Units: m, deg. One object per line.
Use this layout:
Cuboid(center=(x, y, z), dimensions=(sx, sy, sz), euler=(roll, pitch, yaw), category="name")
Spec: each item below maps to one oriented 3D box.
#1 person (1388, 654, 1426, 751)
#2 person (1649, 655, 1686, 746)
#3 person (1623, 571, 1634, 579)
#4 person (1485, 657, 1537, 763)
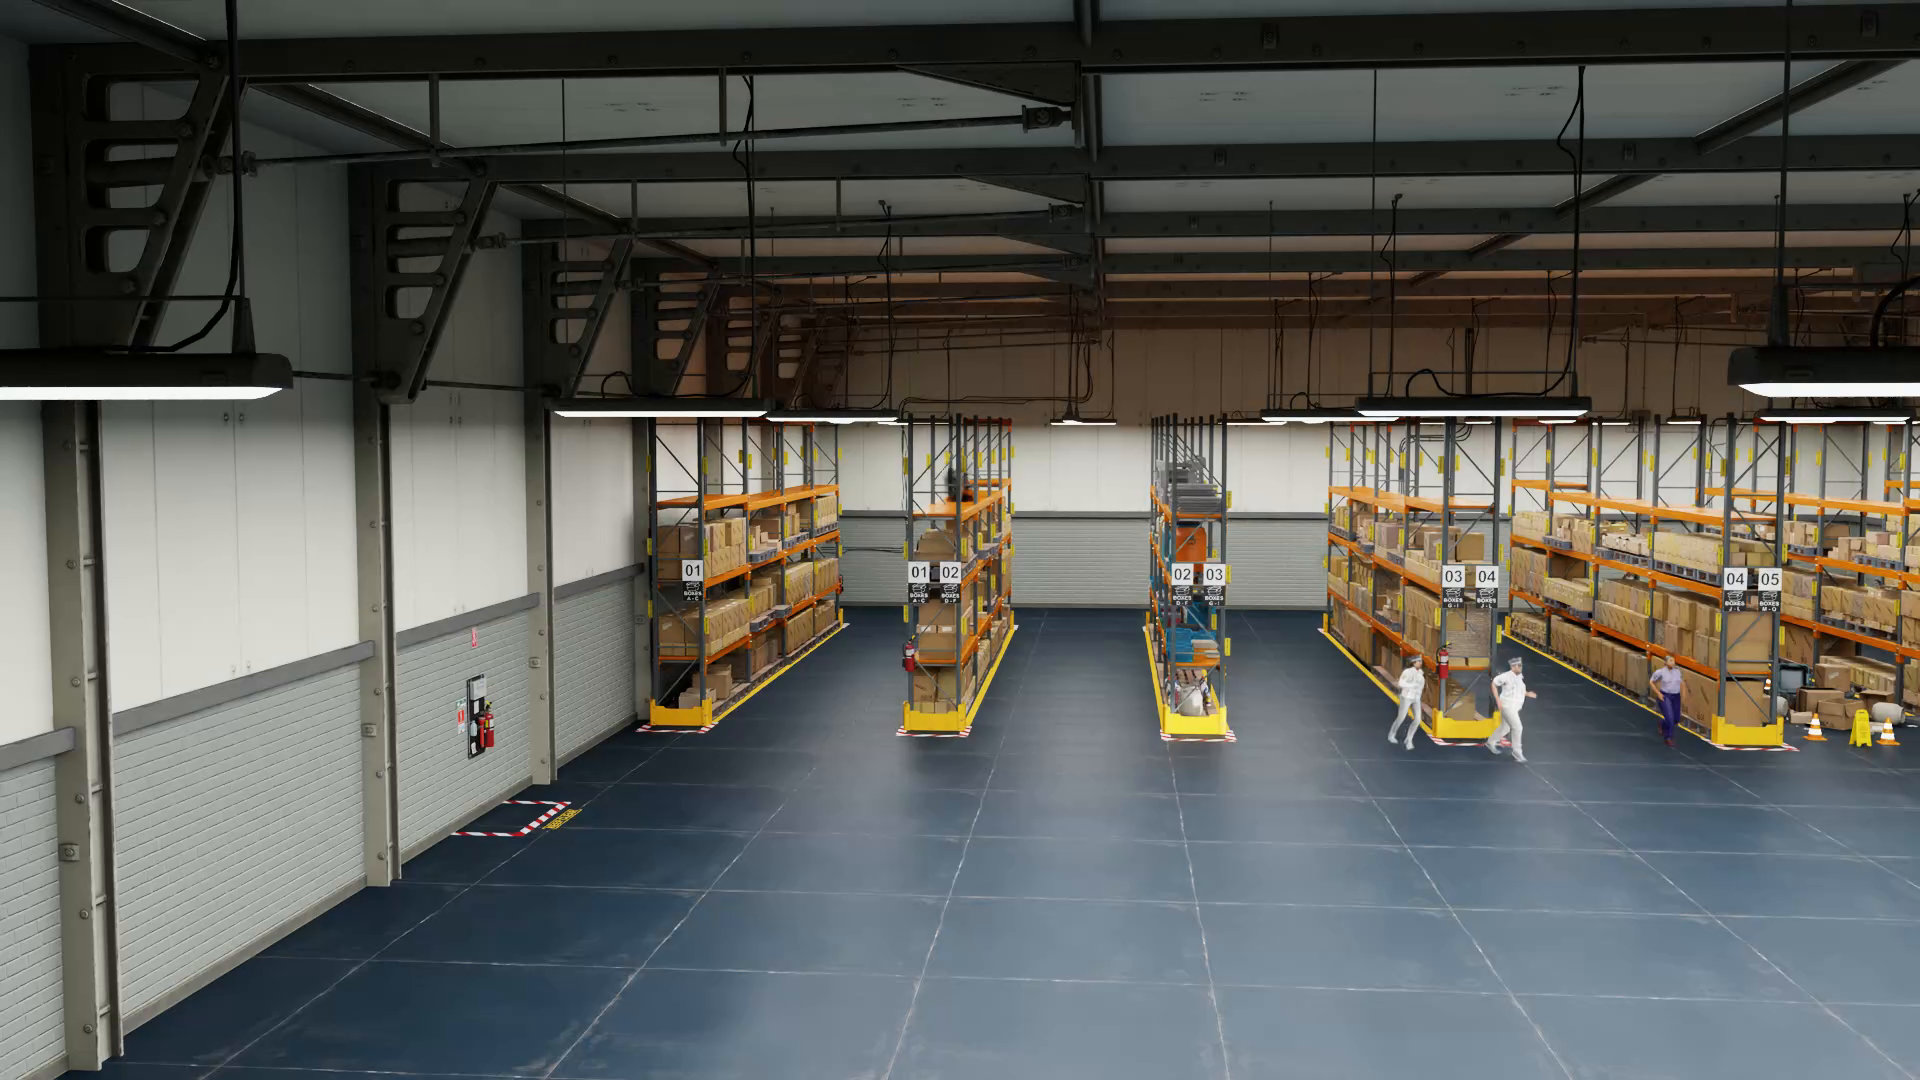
Cuboid(center=(8.116, 2.889, 29.868), dimensions=(0.622, 1.707, 0.703), euler=(-1, 4, -18), category="person")
Cuboid(center=(12.833, 2.884, 30.182), dimensions=(0.641, 1.611, 0.702), euler=(-1, 4, -9), category="person")
Cuboid(center=(18.939, 1.689, 47.140), dimensions=(0.741, 1.844, 0.671), euler=(0, 4, 5), category="person")
Cuboid(center=(9.513, 2.920, 28.794), dimensions=(0.924, 1.829, 0.587), euler=(4, 5, 42), category="person")
